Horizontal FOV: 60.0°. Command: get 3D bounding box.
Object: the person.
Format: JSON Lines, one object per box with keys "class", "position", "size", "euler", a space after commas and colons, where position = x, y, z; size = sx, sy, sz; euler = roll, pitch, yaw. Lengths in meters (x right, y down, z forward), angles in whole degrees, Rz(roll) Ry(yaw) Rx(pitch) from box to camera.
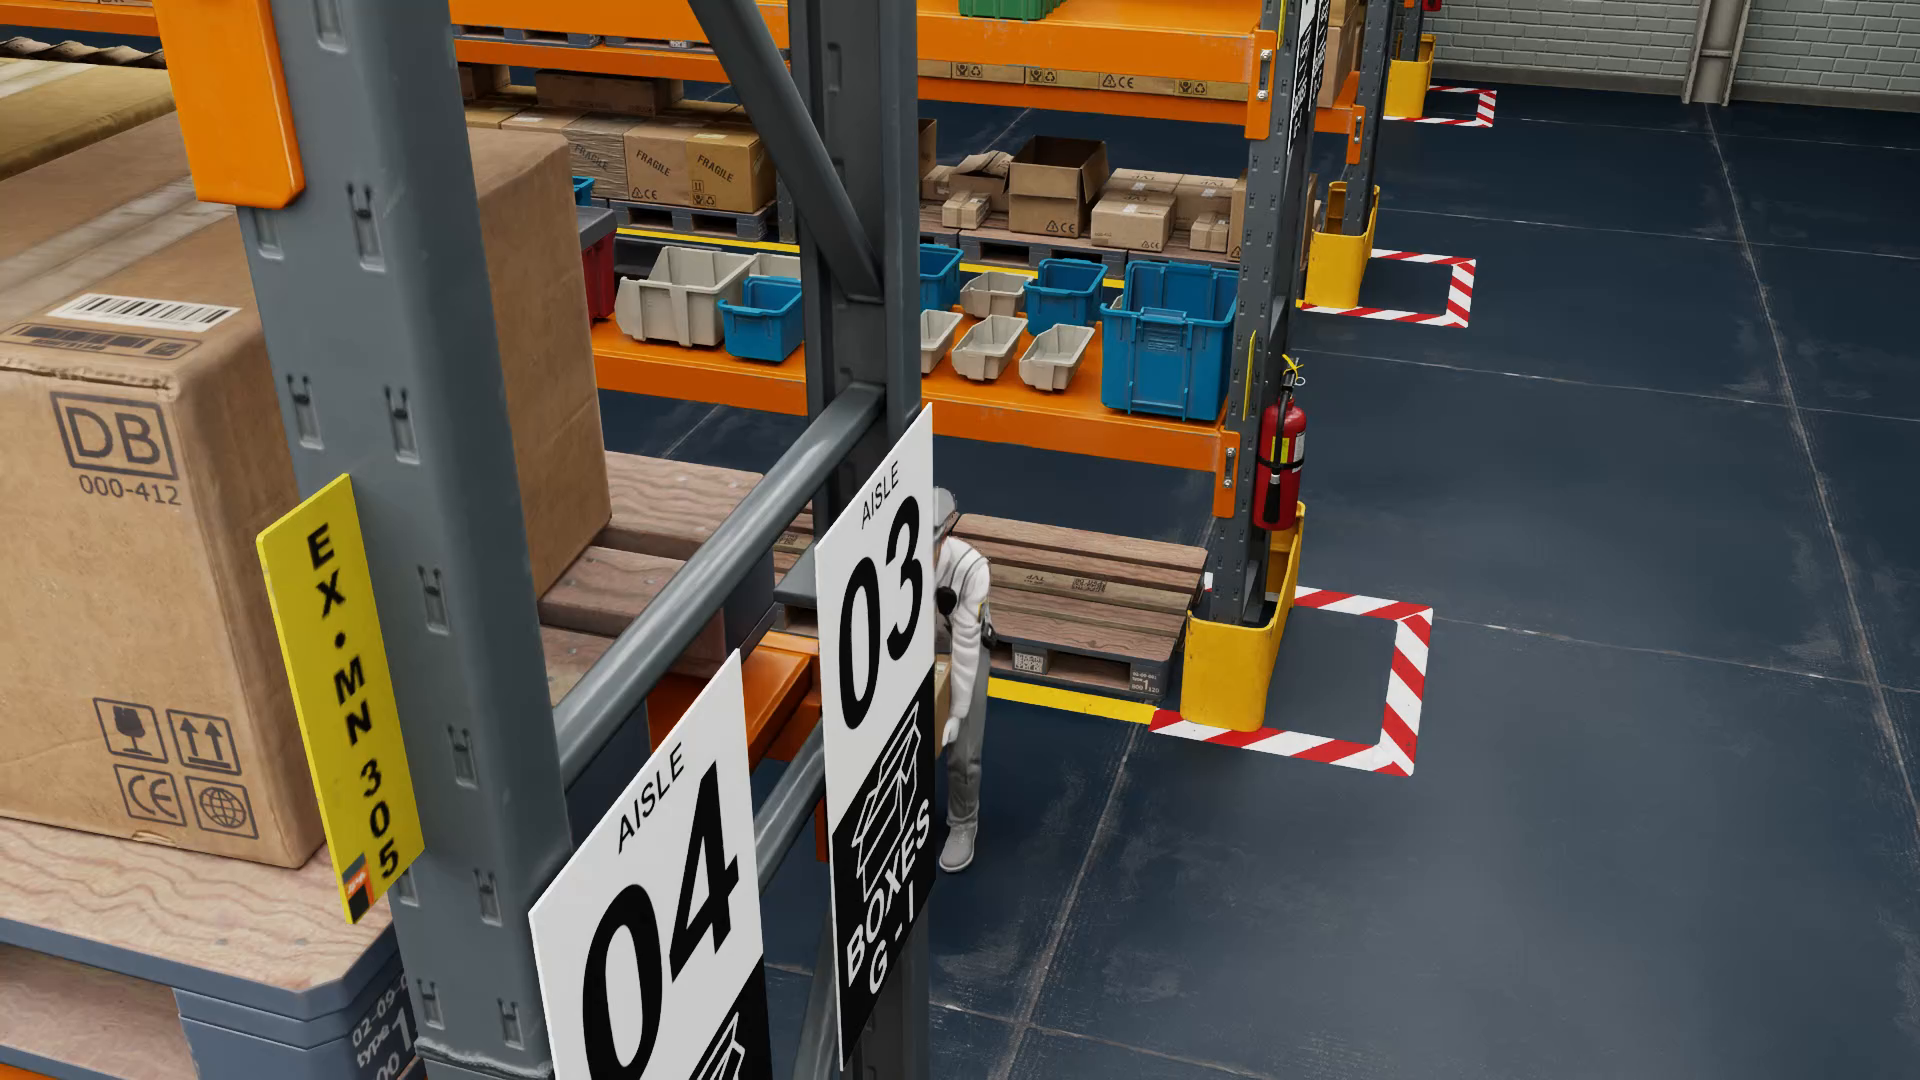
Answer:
{"class": "person", "position": [-0.091, 0.478, 5.867], "size": [0.412, 1.585, 0.586], "euler": [8, 30, 14]}
